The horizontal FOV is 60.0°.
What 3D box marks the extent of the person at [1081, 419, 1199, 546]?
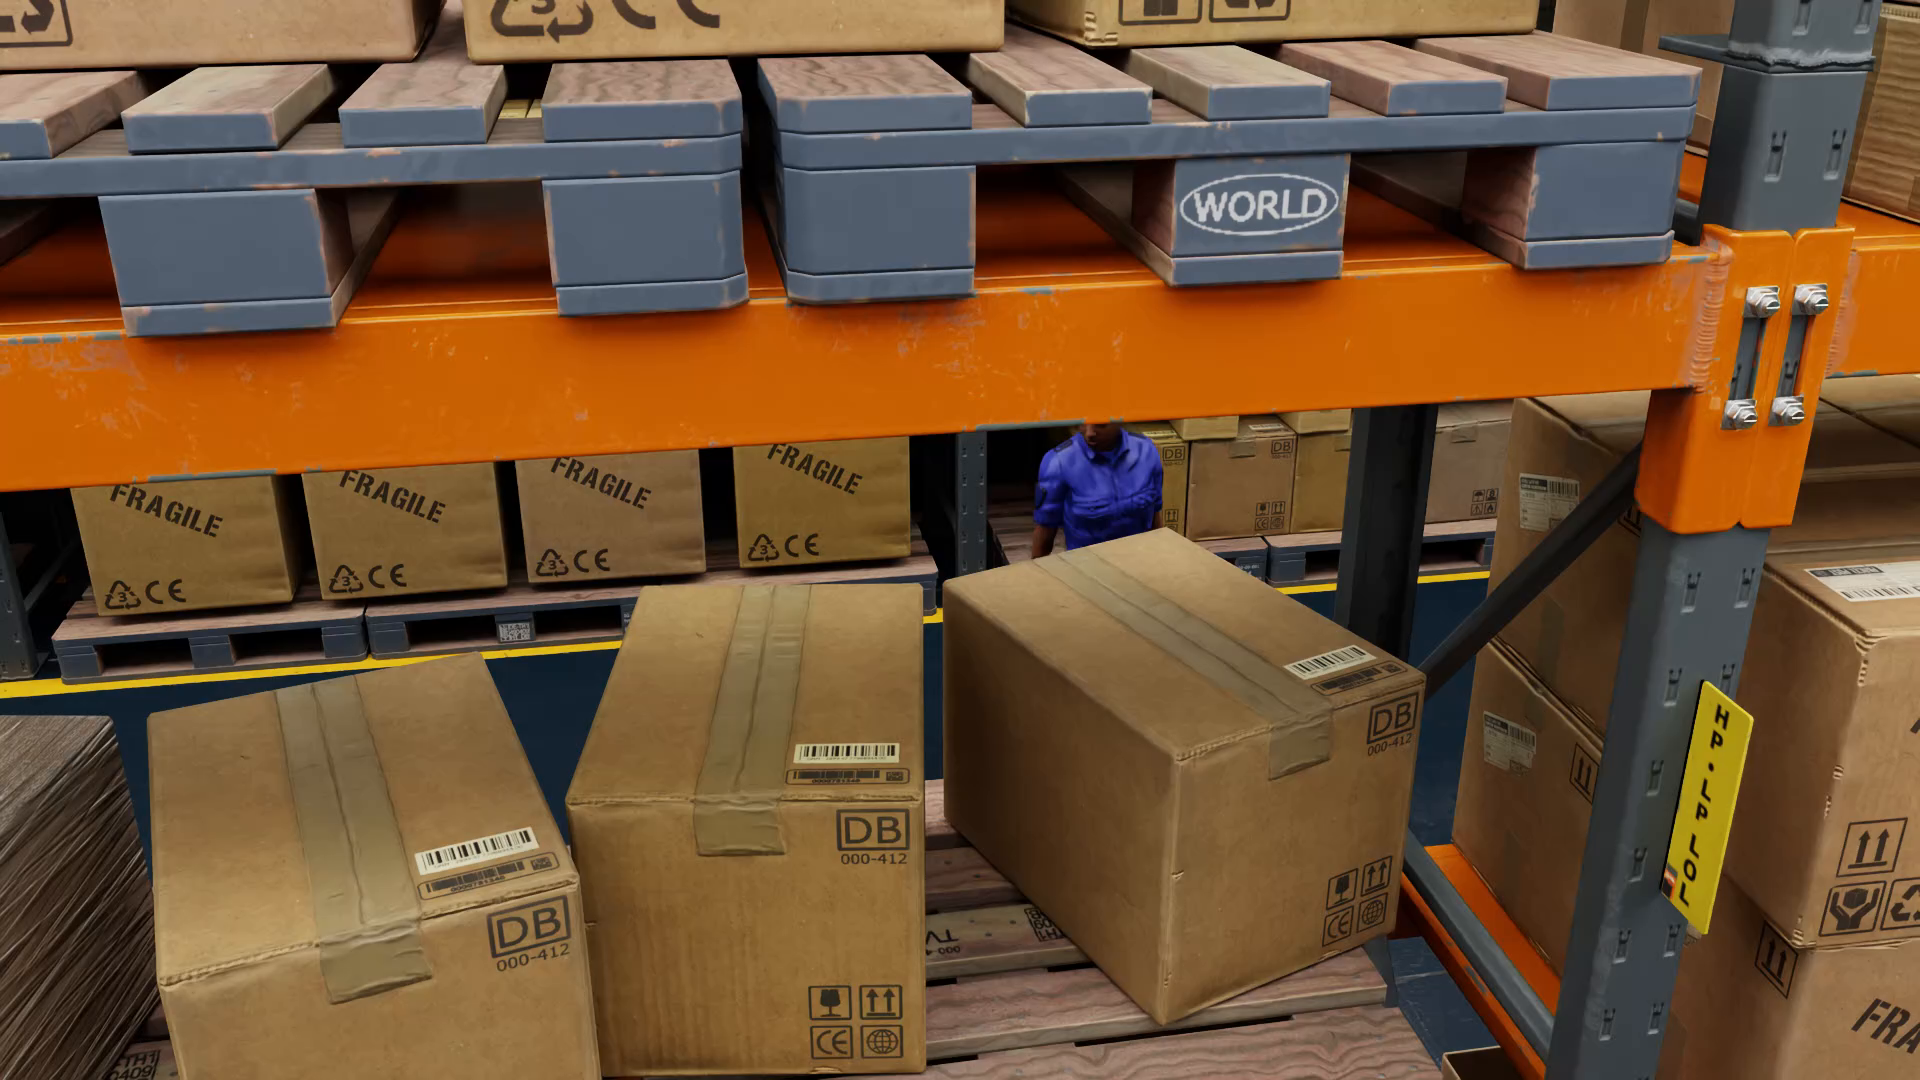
[{"bbox_3d":[0.636,0.295,5.453,0.506,1.726,0.416,-14,27,-29],"label":"person"}]
